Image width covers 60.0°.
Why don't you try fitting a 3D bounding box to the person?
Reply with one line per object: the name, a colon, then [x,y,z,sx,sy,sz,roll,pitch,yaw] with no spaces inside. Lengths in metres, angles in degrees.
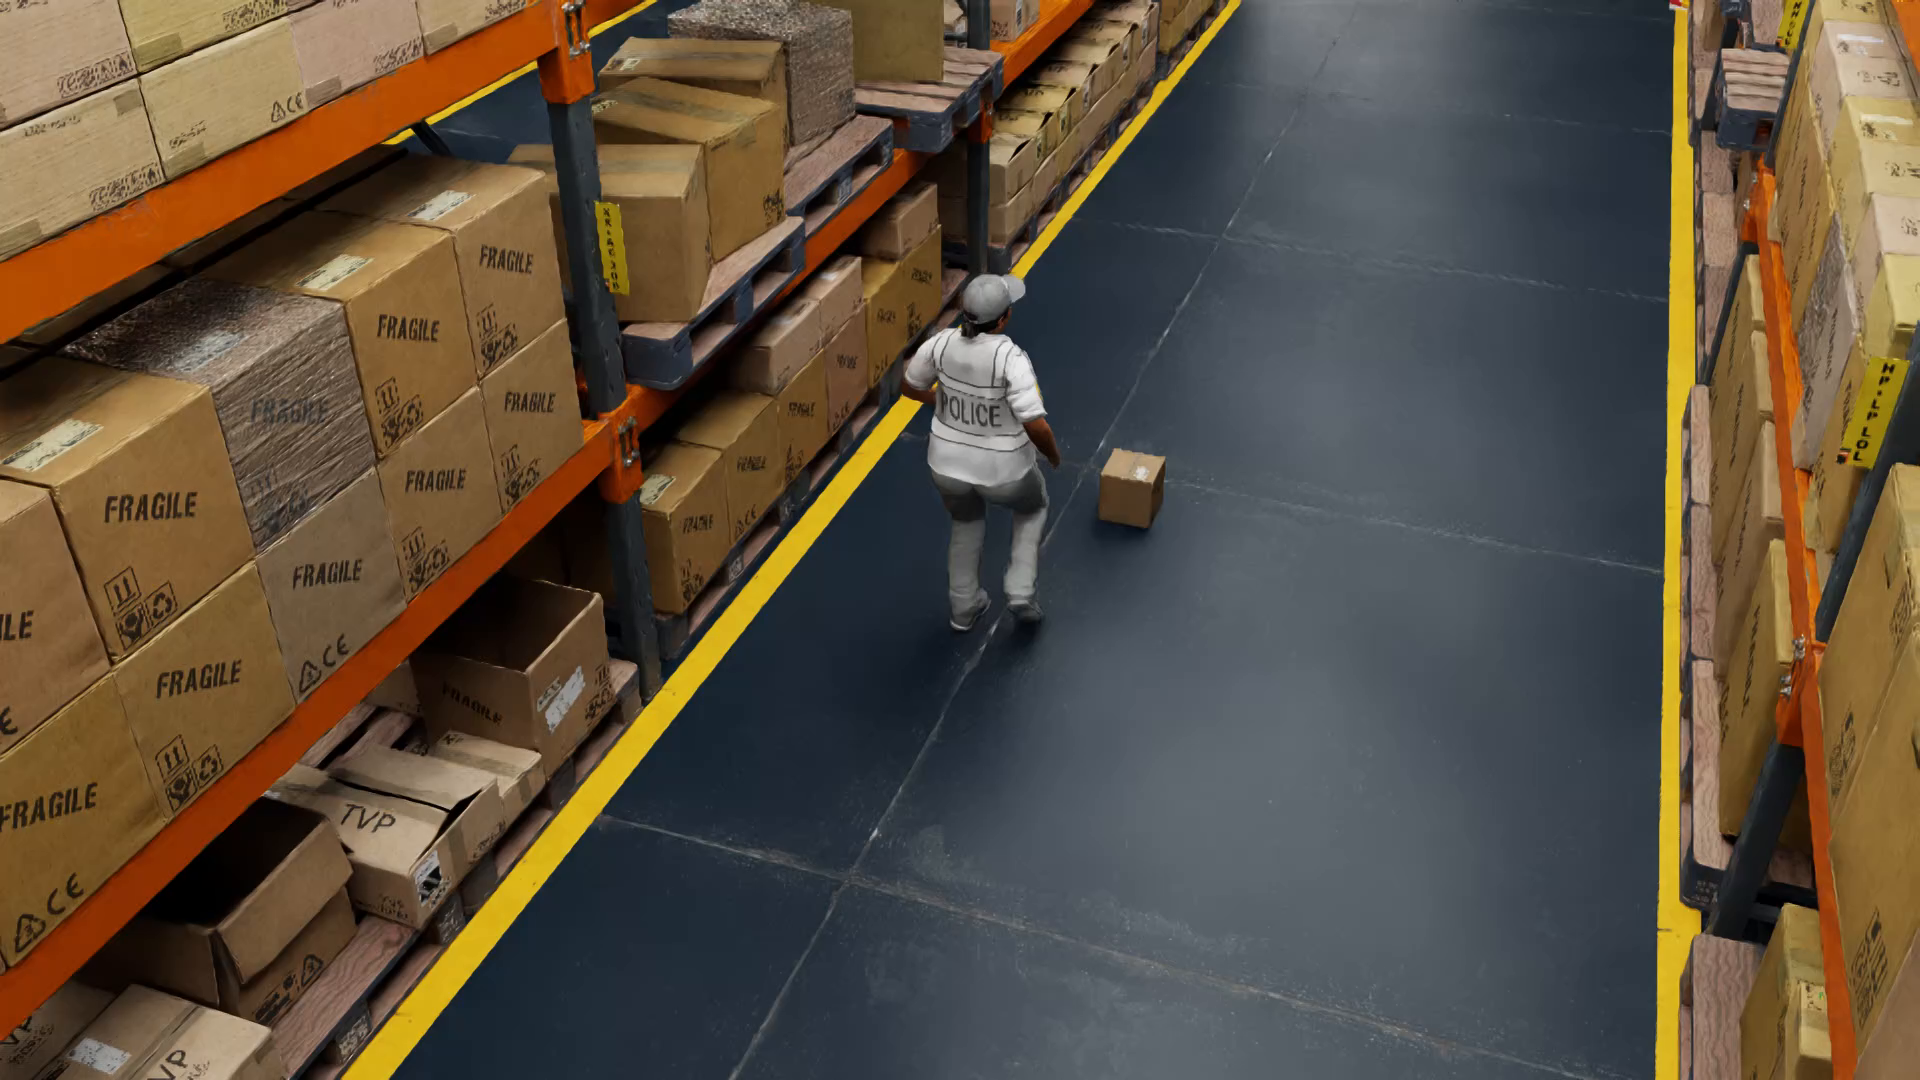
person: [0.098,-0.381,6.682,0.665,1.553,0.524,10,35,15]
